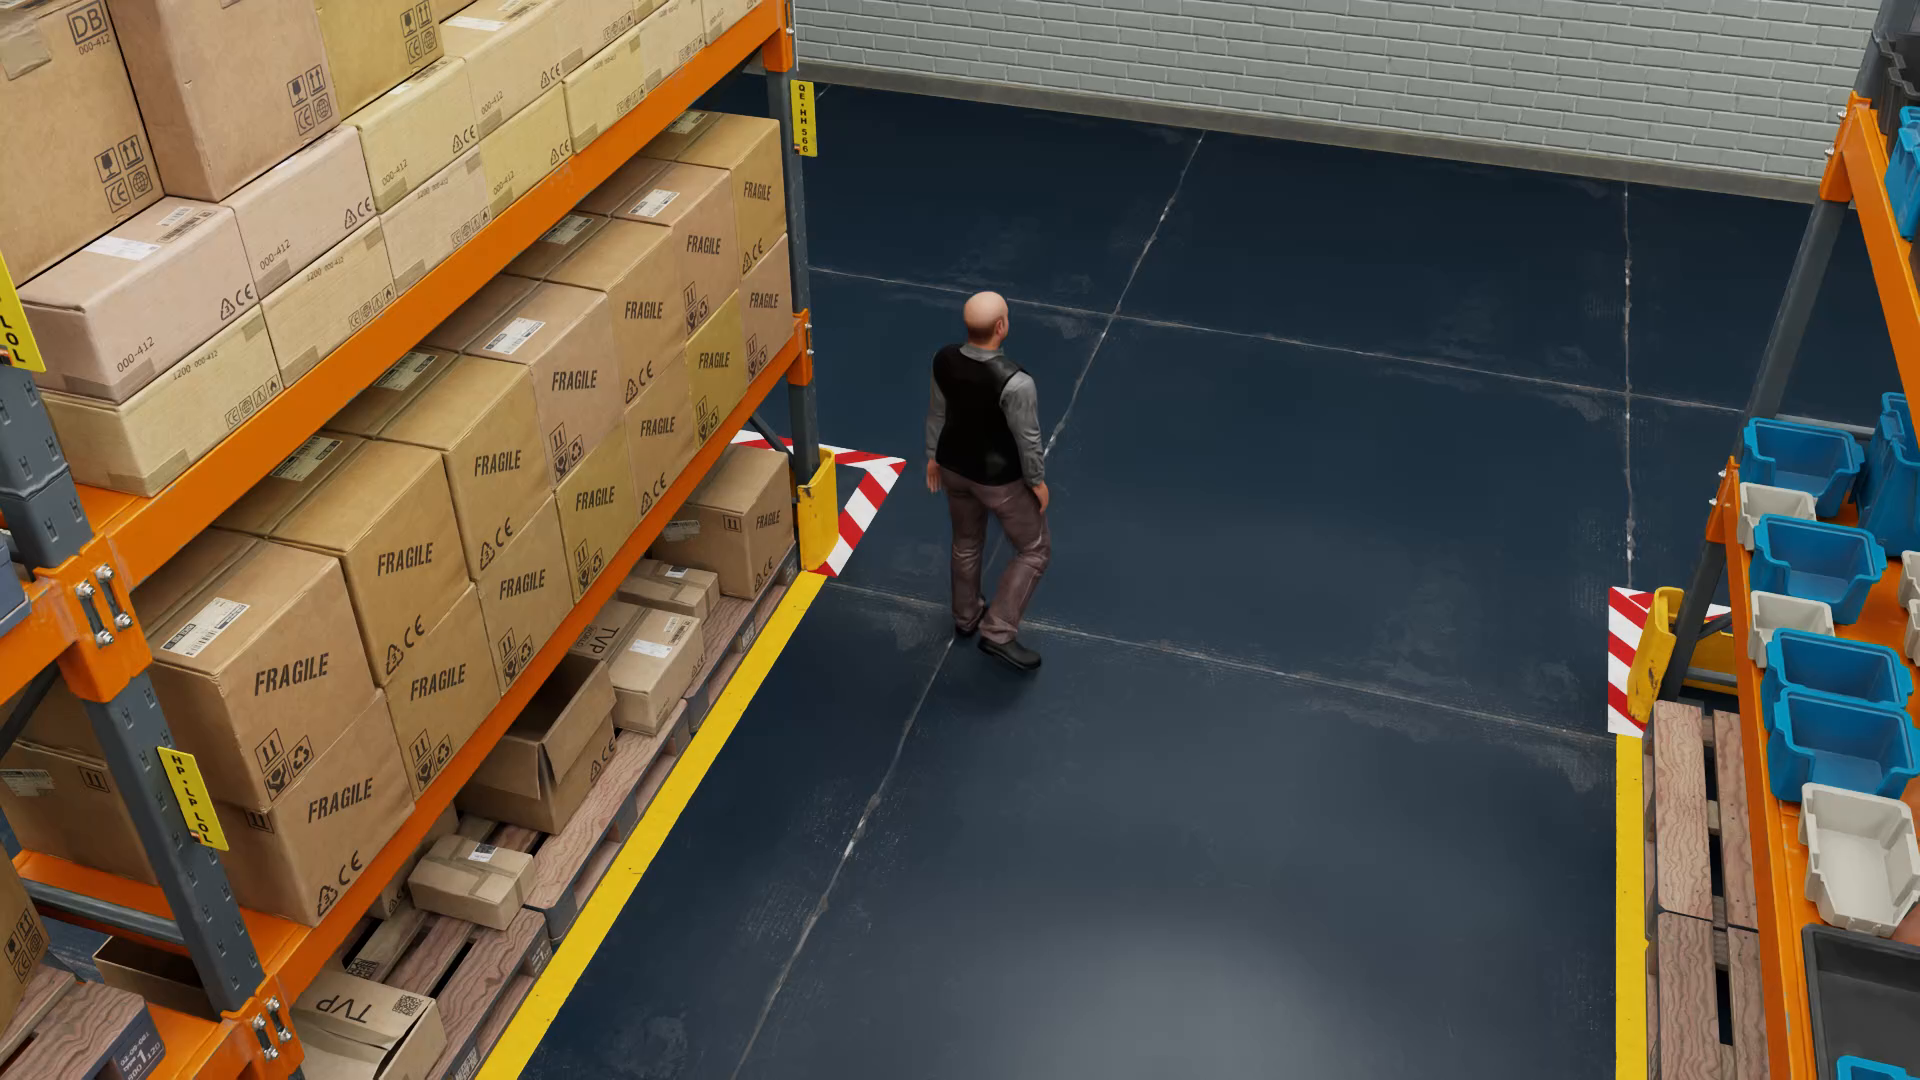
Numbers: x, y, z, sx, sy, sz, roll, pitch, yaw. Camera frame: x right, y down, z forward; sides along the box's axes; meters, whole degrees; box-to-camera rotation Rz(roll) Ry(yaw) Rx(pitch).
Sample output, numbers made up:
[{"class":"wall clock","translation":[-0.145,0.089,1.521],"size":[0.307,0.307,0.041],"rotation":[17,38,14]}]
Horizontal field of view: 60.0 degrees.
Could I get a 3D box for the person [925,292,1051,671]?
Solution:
[{"class":"person","translation":[0.138,-0.239,7.218],"size":[0.709,1.714,0.520],"rotation":[25,43,29]}]
